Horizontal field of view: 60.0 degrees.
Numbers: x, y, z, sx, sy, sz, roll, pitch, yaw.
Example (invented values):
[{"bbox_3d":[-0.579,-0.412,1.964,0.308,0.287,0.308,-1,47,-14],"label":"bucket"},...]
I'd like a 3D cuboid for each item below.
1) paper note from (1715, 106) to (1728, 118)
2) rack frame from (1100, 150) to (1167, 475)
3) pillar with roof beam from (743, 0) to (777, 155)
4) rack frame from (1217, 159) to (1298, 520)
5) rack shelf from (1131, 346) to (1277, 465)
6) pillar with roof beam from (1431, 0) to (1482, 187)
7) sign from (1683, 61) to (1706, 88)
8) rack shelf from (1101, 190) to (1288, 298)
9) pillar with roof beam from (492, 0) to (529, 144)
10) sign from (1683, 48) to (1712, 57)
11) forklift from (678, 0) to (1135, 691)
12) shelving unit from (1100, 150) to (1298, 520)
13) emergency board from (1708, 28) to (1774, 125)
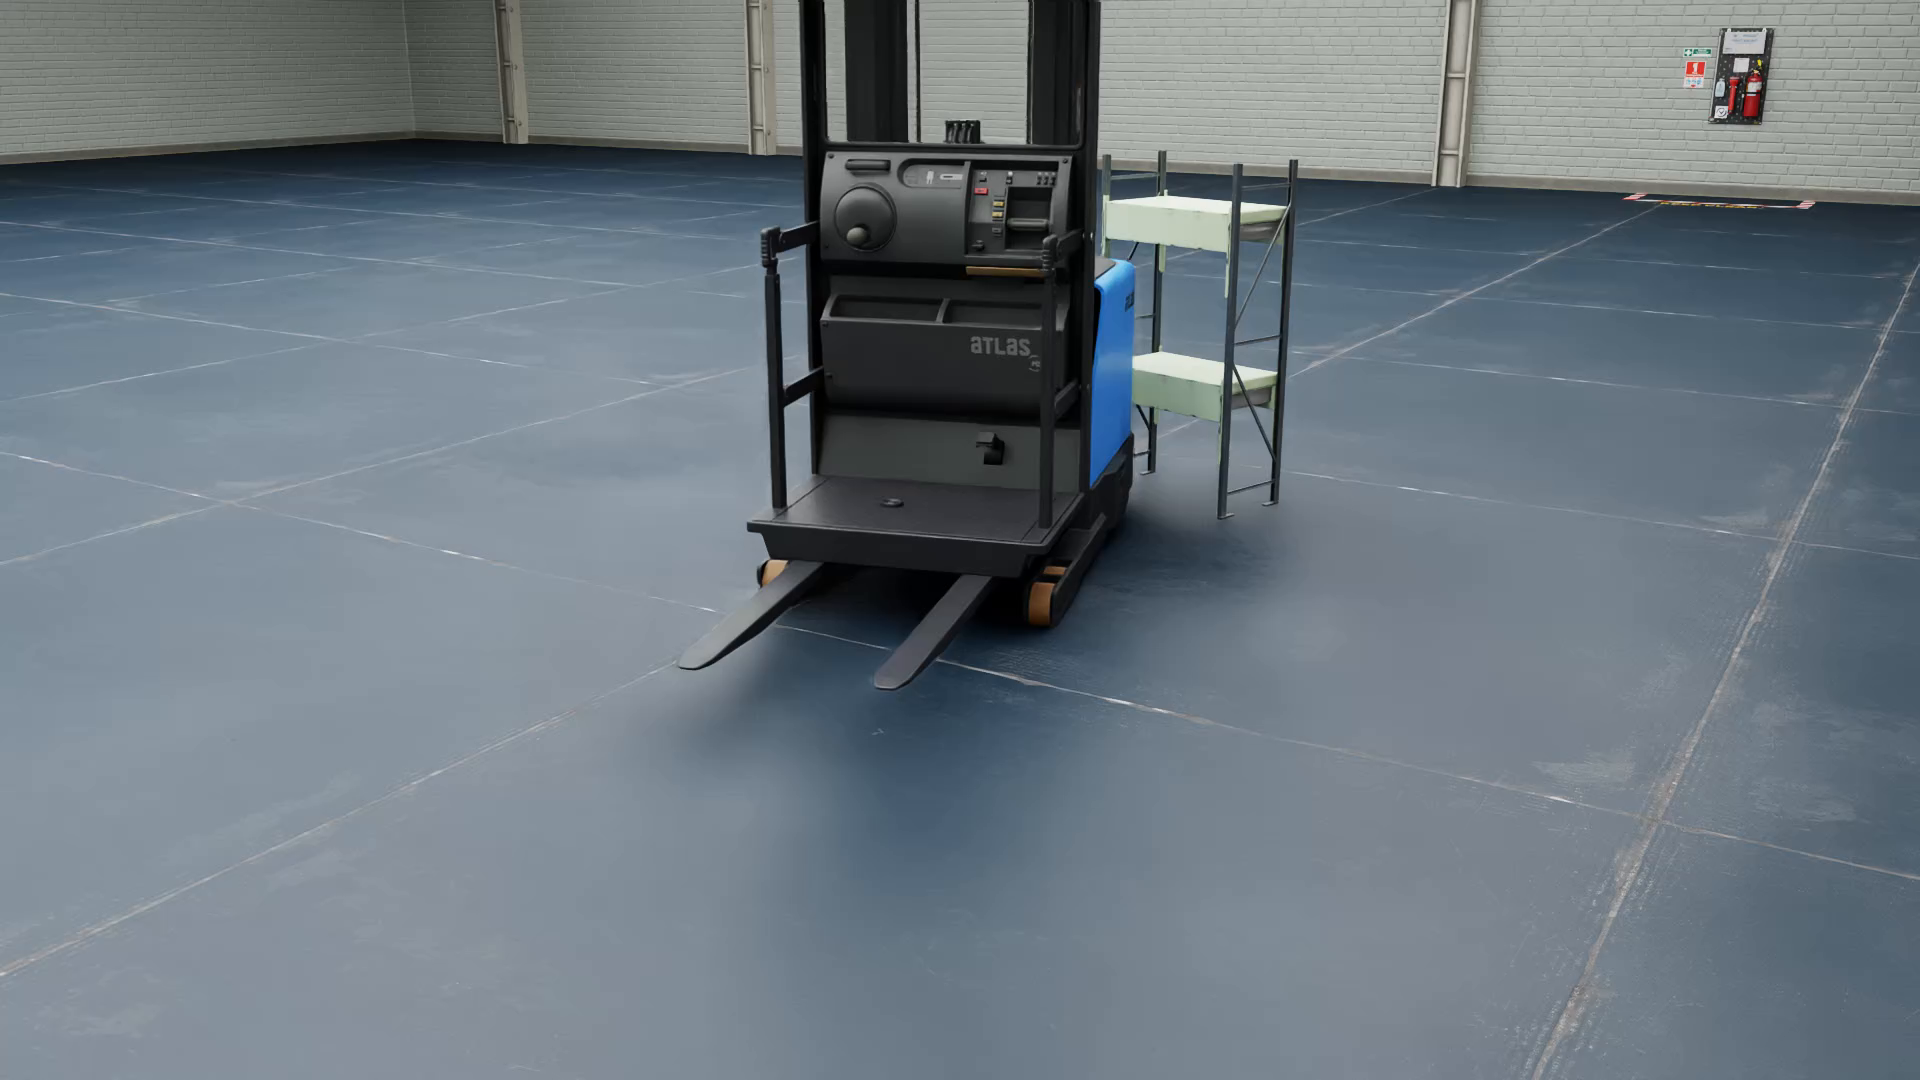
[{"bbox_3d":[9.693,-5.448,21.170,0.142,0.148,0.016,10,20,30],"label":"paper note"},{"bbox_3d":[0.778,-1.005,7.610,0.400,1.500,0.023,-15,22,-40],"label":"rack frame"},{"bbox_3d":[-5.698,-9.982,24.260,0.400,9.000,9.100,10,20,30],"label":"pillar with roof beam"},{"bbox_3d":[1.266,-0.847,7.088,0.400,1.500,0.023,-15,22,-40],"label":"rack frame"},{"bbox_3d":[1.022,-0.614,7.444,0.431,0.370,0.720,-15,22,-40],"label":"rack shelf"},{"bbox_3d":[4.528,-8.157,18.251,0.400,9.000,9.100,10,20,30],"label":"pillar with roof beam"},{"bbox_3d":[9.391,-5.952,21.253,0.234,0.329,0.001,10,20,30],"label":"sign"},{"bbox_3d":[1.022,-1.299,7.236,0.431,0.370,0.720,-15,22,-40],"label":"rack shelf"},{"bbox_3d":[-10.810,-10.895,27.264,0.400,9.000,9.100,10,20,30],"label":"pillar with roof beam"},{"bbox_3d":[9.390,-6.202,21.166,0.331,0.109,0.001,10,20,30],"label":"sign"},{"bbox_3d":[-0.110,-1.216,5.841,1.130,2.935,3.031,5,17,15],"label":"forklift"},{"bbox_3d":[1.022,-0.926,7.349,0.431,1.500,0.755,-15,22,-40],"label":"shelving unit"},{"bbox_3d":[9.808,-5.825,20.897,0.643,1.169,0.194,10,20,30],"label":"emergency board"}]
